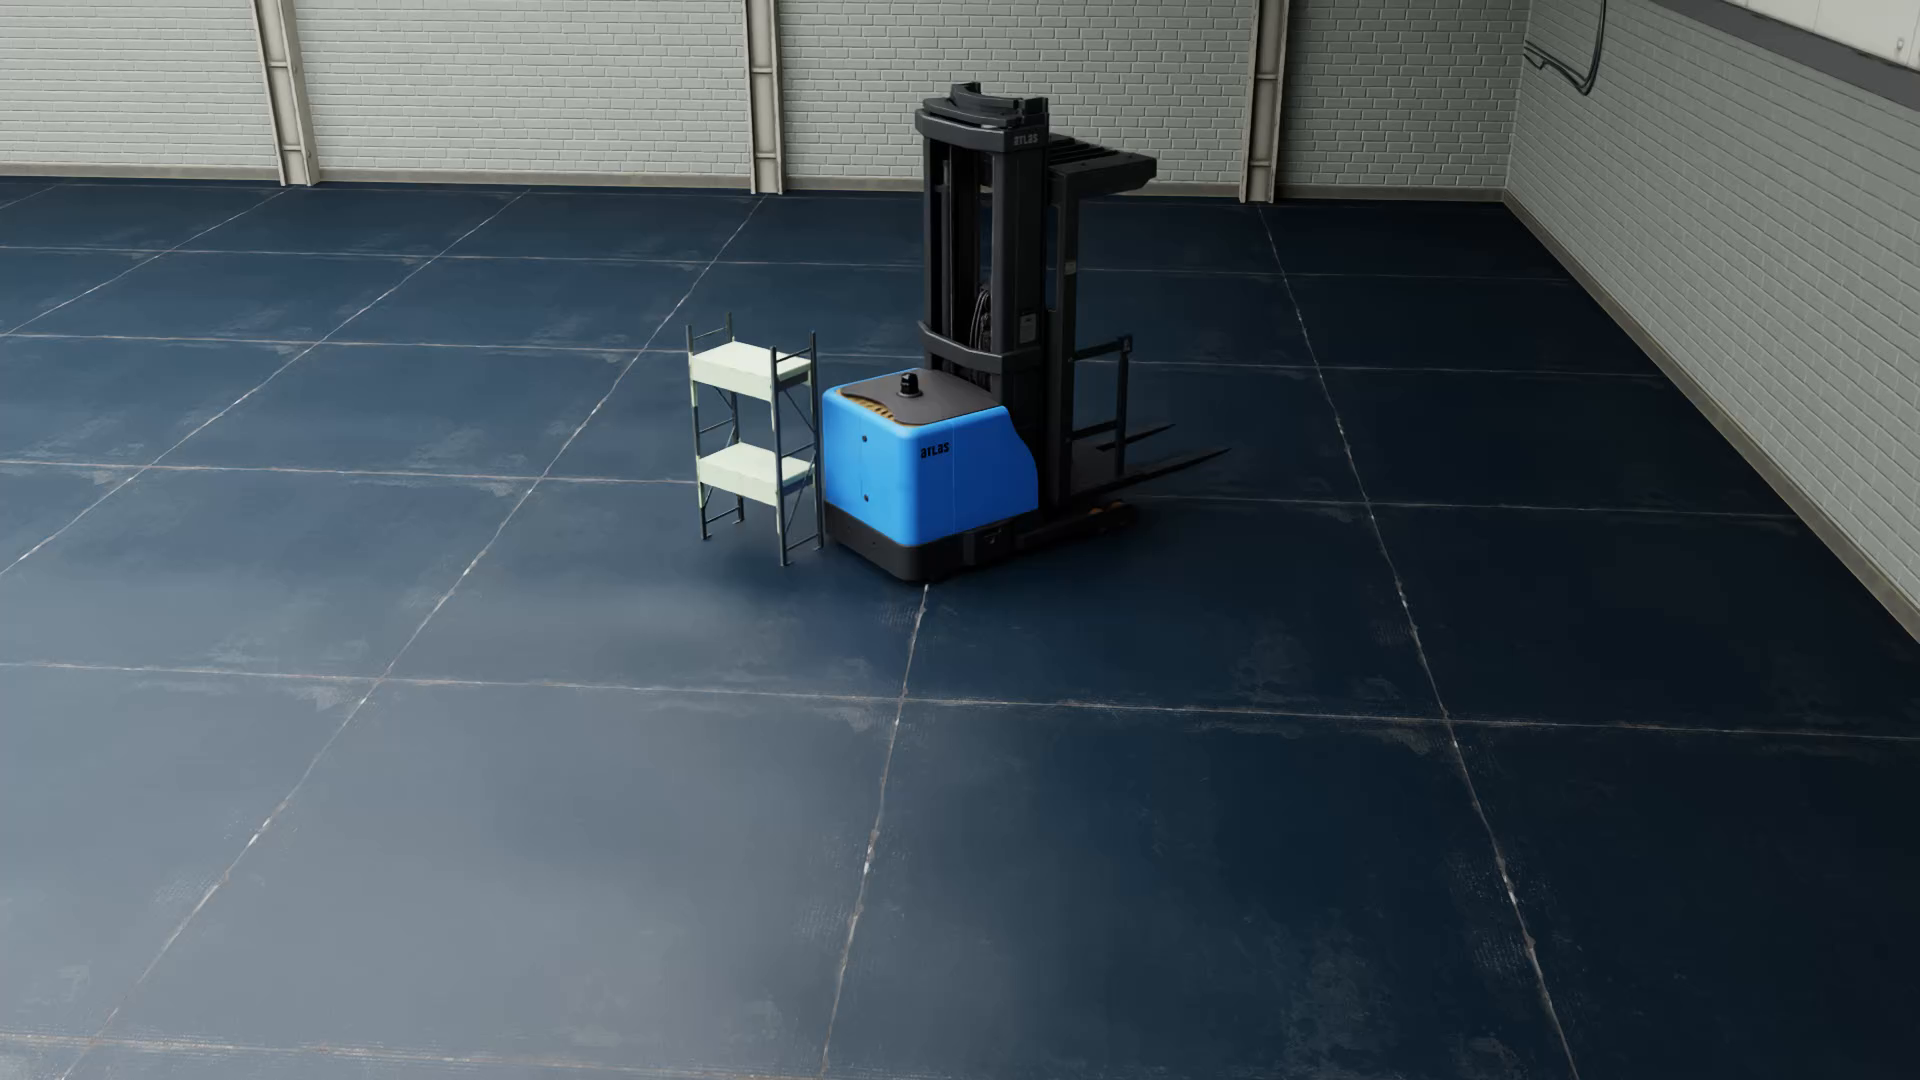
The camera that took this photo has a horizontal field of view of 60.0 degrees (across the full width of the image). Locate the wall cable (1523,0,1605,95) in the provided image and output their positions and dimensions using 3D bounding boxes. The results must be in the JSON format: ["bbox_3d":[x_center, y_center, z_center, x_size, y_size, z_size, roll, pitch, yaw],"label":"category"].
[{"bbox_3d":[6.445,-6.178,17.626,0.112,2.526,3.097,2,25,4],"label":"wall cable"}]

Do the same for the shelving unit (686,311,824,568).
[{"bbox_3d":[-1.335,-0.663,10.894,0.755,1.500,0.431,17,30,33],"label":"shelving unit"}]

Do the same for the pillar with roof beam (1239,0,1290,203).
[{"bbox_3d":[3.279,-6.440,14.481,0.400,9.000,9.100,2,25,4],"label":"pillar with roof beam"}]

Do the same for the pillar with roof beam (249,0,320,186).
[{"bbox_3d":[-8.686,-6.824,15.315,0.400,9.000,9.100,2,25,4],"label":"pillar with roof beam"}]

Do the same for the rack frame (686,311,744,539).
[{"bbox_3d":[-1.627,-0.754,11.094,0.023,1.500,0.400,17,30,33],"label":"rack frame"}]

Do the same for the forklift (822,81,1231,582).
[{"bbox_3d":[0.574,-1.541,11.093,3.031,2.935,1.130,-17,30,-33],"label":"forklift"}]

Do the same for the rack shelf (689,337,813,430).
[{"bbox_3d":[-1.335,-1.017,10.731,0.720,0.370,0.431,17,30,33],"label":"rack shelf"}]

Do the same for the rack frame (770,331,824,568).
[{"bbox_3d":[-1.042,-0.571,10.694,0.023,1.500,0.400,17,30,33],"label":"rack frame"}]

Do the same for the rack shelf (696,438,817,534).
[{"bbox_3d":[-1.334,-0.367,11.031,0.720,0.370,0.431,17,30,33],"label":"rack shelf"}]

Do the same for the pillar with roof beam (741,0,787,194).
[{"bbox_3d":[-2.704,-6.632,14.898,0.400,9.000,9.100,2,25,4],"label":"pillar with roof beam"}]
